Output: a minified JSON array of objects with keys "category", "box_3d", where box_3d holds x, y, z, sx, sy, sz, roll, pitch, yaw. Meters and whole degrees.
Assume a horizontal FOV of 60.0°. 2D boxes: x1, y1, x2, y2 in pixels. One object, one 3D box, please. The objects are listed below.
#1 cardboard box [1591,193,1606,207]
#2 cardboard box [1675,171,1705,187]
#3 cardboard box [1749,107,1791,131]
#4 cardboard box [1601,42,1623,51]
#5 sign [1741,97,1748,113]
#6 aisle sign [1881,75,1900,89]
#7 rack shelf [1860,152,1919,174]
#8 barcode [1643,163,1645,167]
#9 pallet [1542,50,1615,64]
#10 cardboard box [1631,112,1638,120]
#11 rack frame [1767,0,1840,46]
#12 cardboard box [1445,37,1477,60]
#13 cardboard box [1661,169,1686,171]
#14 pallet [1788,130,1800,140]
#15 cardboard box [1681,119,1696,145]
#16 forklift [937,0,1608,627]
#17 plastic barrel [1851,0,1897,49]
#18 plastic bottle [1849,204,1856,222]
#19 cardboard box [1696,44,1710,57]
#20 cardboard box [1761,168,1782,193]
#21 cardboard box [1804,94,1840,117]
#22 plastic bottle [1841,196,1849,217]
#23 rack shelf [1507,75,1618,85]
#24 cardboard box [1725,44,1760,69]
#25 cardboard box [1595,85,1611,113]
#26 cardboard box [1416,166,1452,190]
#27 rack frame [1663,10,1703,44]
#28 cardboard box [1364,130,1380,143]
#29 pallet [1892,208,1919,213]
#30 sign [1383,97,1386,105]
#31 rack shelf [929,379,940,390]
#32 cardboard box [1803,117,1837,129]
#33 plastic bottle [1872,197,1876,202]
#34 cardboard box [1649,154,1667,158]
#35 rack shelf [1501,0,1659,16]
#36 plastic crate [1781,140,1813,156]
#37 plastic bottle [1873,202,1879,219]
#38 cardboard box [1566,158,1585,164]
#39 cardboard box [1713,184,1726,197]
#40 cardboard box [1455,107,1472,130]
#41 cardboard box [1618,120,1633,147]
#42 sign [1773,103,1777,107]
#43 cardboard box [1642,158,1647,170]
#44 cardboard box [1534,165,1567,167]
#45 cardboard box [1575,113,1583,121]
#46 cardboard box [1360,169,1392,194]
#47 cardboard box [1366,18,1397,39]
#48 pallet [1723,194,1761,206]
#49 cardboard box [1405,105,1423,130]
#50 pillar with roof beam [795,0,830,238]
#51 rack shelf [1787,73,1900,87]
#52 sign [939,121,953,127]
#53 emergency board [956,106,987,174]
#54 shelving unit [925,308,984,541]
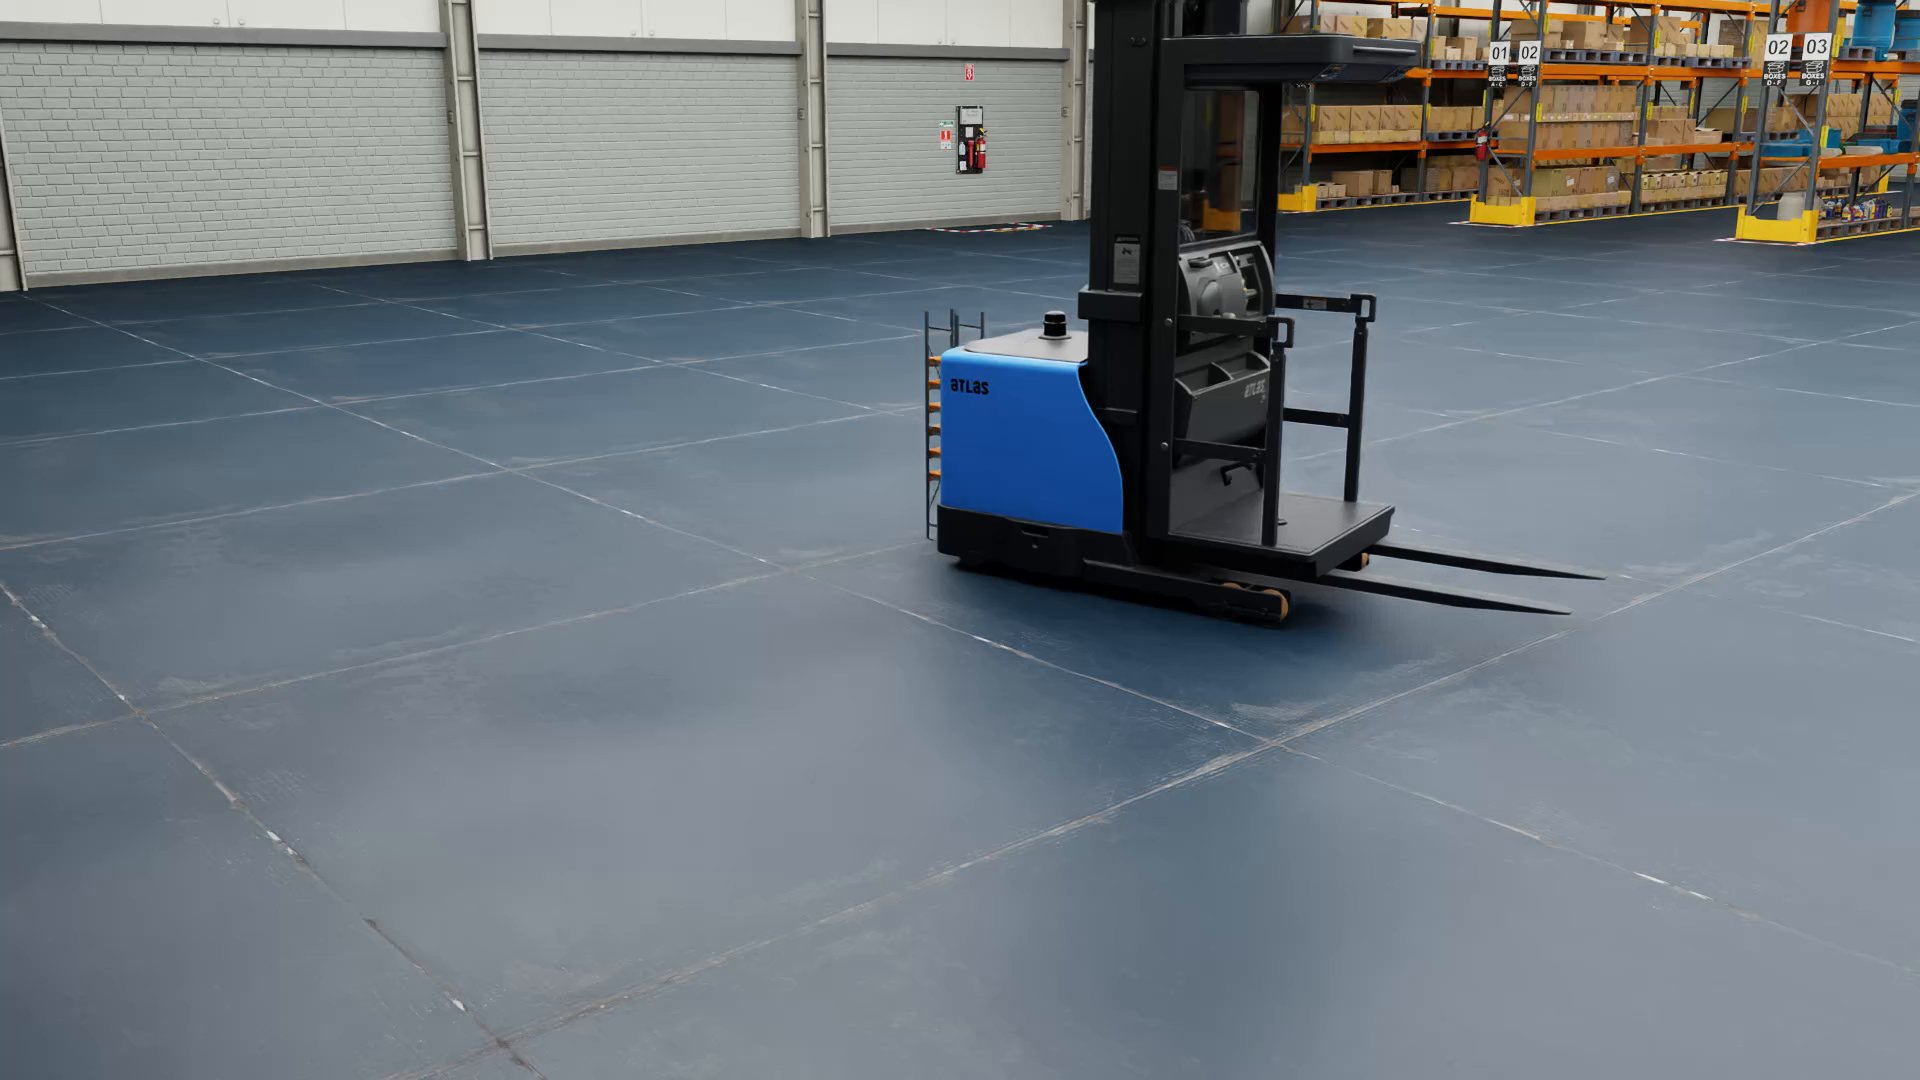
[{"category":"cardboard box","box_3d":[12.006,-6.524,31.877,0.500,0.250,0.500,-13,19,-39]},{"category":"cardboard box","box_3d":[14.977,-7.453,34.268,0.500,0.311,0.500,-13,20,-40]},{"category":"cardboard box","box_3d":[18.017,-9.382,37.054,0.500,0.500,0.700,-9,17,-31]},{"category":"cardboard box","box_3d":[12.233,-9.282,31.276,0.250,0.149,0.380,-13,19,-39]},{"category":"sign","box_3d":[16.348,-9.071,34.652,0.005,0.325,0.100,-13,19,-39]},{"category":"aisle sign","box_3d":[22.269,-11.182,39.762,0.004,0.787,0.394,-13,19,-39]},{"category":"rack shelf","box_3d":[17.721,-6.967,30.416,4.000,0.370,1.077,-13,19,-39]},{"category":"barcode","box_3d":[13.429,-7.372,32.668,0.075,0.075,0.001,-13,19,-39]},{"category":"pallet","box_3d":[11.417,-8.993,30.962,1.213,0.211,1.003,-13,19,-39]},{"category":"cardboard box","box_3d":[12.899,-8.215,32.242,0.250,0.149,0.380,-13,20,-39]},{"category":"rack frame","box_3d":[13.195,-9.197,25.744,0.127,3.000,1.000,-13,19,-39]},{"category":"cardboard box","box_3d":[11.104,-10.891,36.892,0.500,0.500,0.500,-14,20,-41]},{"category":"cardboard box","box_3d":[15.002,-7.642,34.975,0.500,0.311,0.500,-13,20,-41]},{"category":"pallet","box_3d":[18.324,-9.090,37.338,1.213,0.211,1.003,-13,19,-39]},{"category":"cardboard box","box_3d":[14.726,-8.380,34.115,0.500,0.500,0.500,-14,20,-42]},{"category":"forklift","box_3d":[1.400,-1.188,7.518,3.031,2.935,1.130,10,18,32]},{"category":"plastic barrel","box_3d":[15.391,-8.723,27.996,0.708,0.901,0.600,-13,19,-39]},{"category":"plastic bottle","box_3d":[14.950,-5.480,27.865,0.133,0.283,0.061,-12,19,-38]},{"category":"cardboard box","box_3d":[14.853,-9.924,33.753,0.500,0.250,0.500,-13,20,-40]},{"category":"cardboard box","box_3d":[17.675,-7.908,36.536,0.500,0.500,0.500,-14,20,-41]},{"category":"cardboard box","box_3d":[19.539,-9.853,37.693,0.500,0.500,0.500,-12,19,-38]},{"category":"plastic bottle","box_3d":[15.426,-5.825,29.025,0.185,0.351,0.144,-13,19,-39]},{"category":"rack shelf","box_3d":[14.235,-11.023,39.786,4.000,0.370,1.077,-13,19,-39]},{"category":"cardboard box","box_3d":[16.288,-10.197,35.105,0.500,0.500,0.910,-13,19,-39]},{"category":"cardboard box","box_3d":[11.874,-8.369,31.562,0.500,0.500,0.700,-13,20,-39]},{"category":"cardboard box","box_3d":[10.610,-8.135,37.384,0.500,0.500,0.700,-13,20,-40]},{"category":"rack frame","box_3d":[18.761,-13.836,43.112,0.127,3.000,1.000,-13,19,-39]},{"category":"cardboard box","box_3d":[8.421,-8.446,34.811,0.500,0.250,0.500,-12,19,-39]},{"category":"pallet","box_3d":[17.700,-5.977,30.719,1.213,0.211,1.003,-13,19,-39]},{"category":"sign","box_3d":[9.342,-9.572,36.528,0.005,0.325,0.100,-13,19,-39]},{"category":"rack shelf","box_3d":[-0.027,-0.769,8.545,0.258,0.103,0.180,14,21,43]},{"category":"cardboard box","box_3d":[19.562,-9.378,37.853,0.500,0.500,0.500,-12,19,-38]},{"category":"plastic bottle","box_3d":[15.821,-5.772,28.826,0.185,0.351,0.144,-13,19,-39]},{"category":"cardboard box","box_3d":[18.129,-10.008,43.177,0.250,0.149,0.380,-12,19,-38]},{"category":"rack shelf","box_3d":[11.455,-9.960,30.769,4.000,0.370,1.077,-13,19,-39]},{"category":"plastic crate","box_3d":[13.870,-6.479,27.480,0.408,0.251,0.499,-13,19,-39]},{"category":"plastic bottle","box_3d":[15.675,-5.643,28.475,0.133,0.283,0.061,-11,19,-36]},{"category":"cardboard box","box_3d":[14.670,-9.138,40.499,0.750,0.750,0.750,-12,19,-38]},{"category":"cardboard box","box_3d":[15.744,-7.357,34.993,0.500,0.250,0.500,-12,19,-38]},{"category":"cardboard box","box_3d":[11.018,-9.456,37.293,0.500,0.500,0.700,-10,18,-32]},{"category":"cardboard box","box_3d":[12.633,-7.913,32.368,0.500,0.500,0.700,-13,20,-41]},{"category":"sign","box_3d":[18.637,-9.819,38.020,0.005,0.325,0.100,-13,19,-39]},{"category":"cardboard box","box_3d":[17.145,-9.533,42.657,0.500,0.500,0.700,-12,19,-38]},{"category":"cardboard box","box_3d":[11.278,-6.906,31.852,0.500,0.500,0.500,-13,19,-39]},{"category":"cardboard box","box_3d":[11.354,-7.868,30.944,0.250,0.149,0.380,-13,20,-40]},{"category":"cardboard box","box_3d":[8.952,-7.726,35.854,0.500,0.500,0.500,14,21,43]},{"category":"cardboard box","box_3d":[8.715,-10.572,34.534,0.500,0.500,0.500,-14,20,-41]},{"category":"pallet","box_3d":[16.569,-7.391,36.010,1.213,0.211,1.003,-13,19,-39]},{"category":"cardboard box","box_3d":[9.555,-9.064,35.670,0.500,0.500,0.500,-13,20,-39]},{"category":"pillar with roof beam","box_3d":[0.425,-8.542,23.291,0.400,9.000,9.100,-13,19,-39]},{"category":"rack shelf","box_3d":[20.507,-10.737,38.715,4.000,0.370,1.077,-13,19,-39]},{"category":"sign","box_3d":[-0.239,-7.285,29.116,0.331,0.109,0.001,-13,19,-39]},{"category":"emergency board","box_3d":[0.236,-7.087,29.468,0.643,1.169,0.194,-13,19,-39]},{"category":"shelving unit","box_3d":[-0.027,-0.580,8.595,0.258,1.200,0.189,14,21,43]}]
